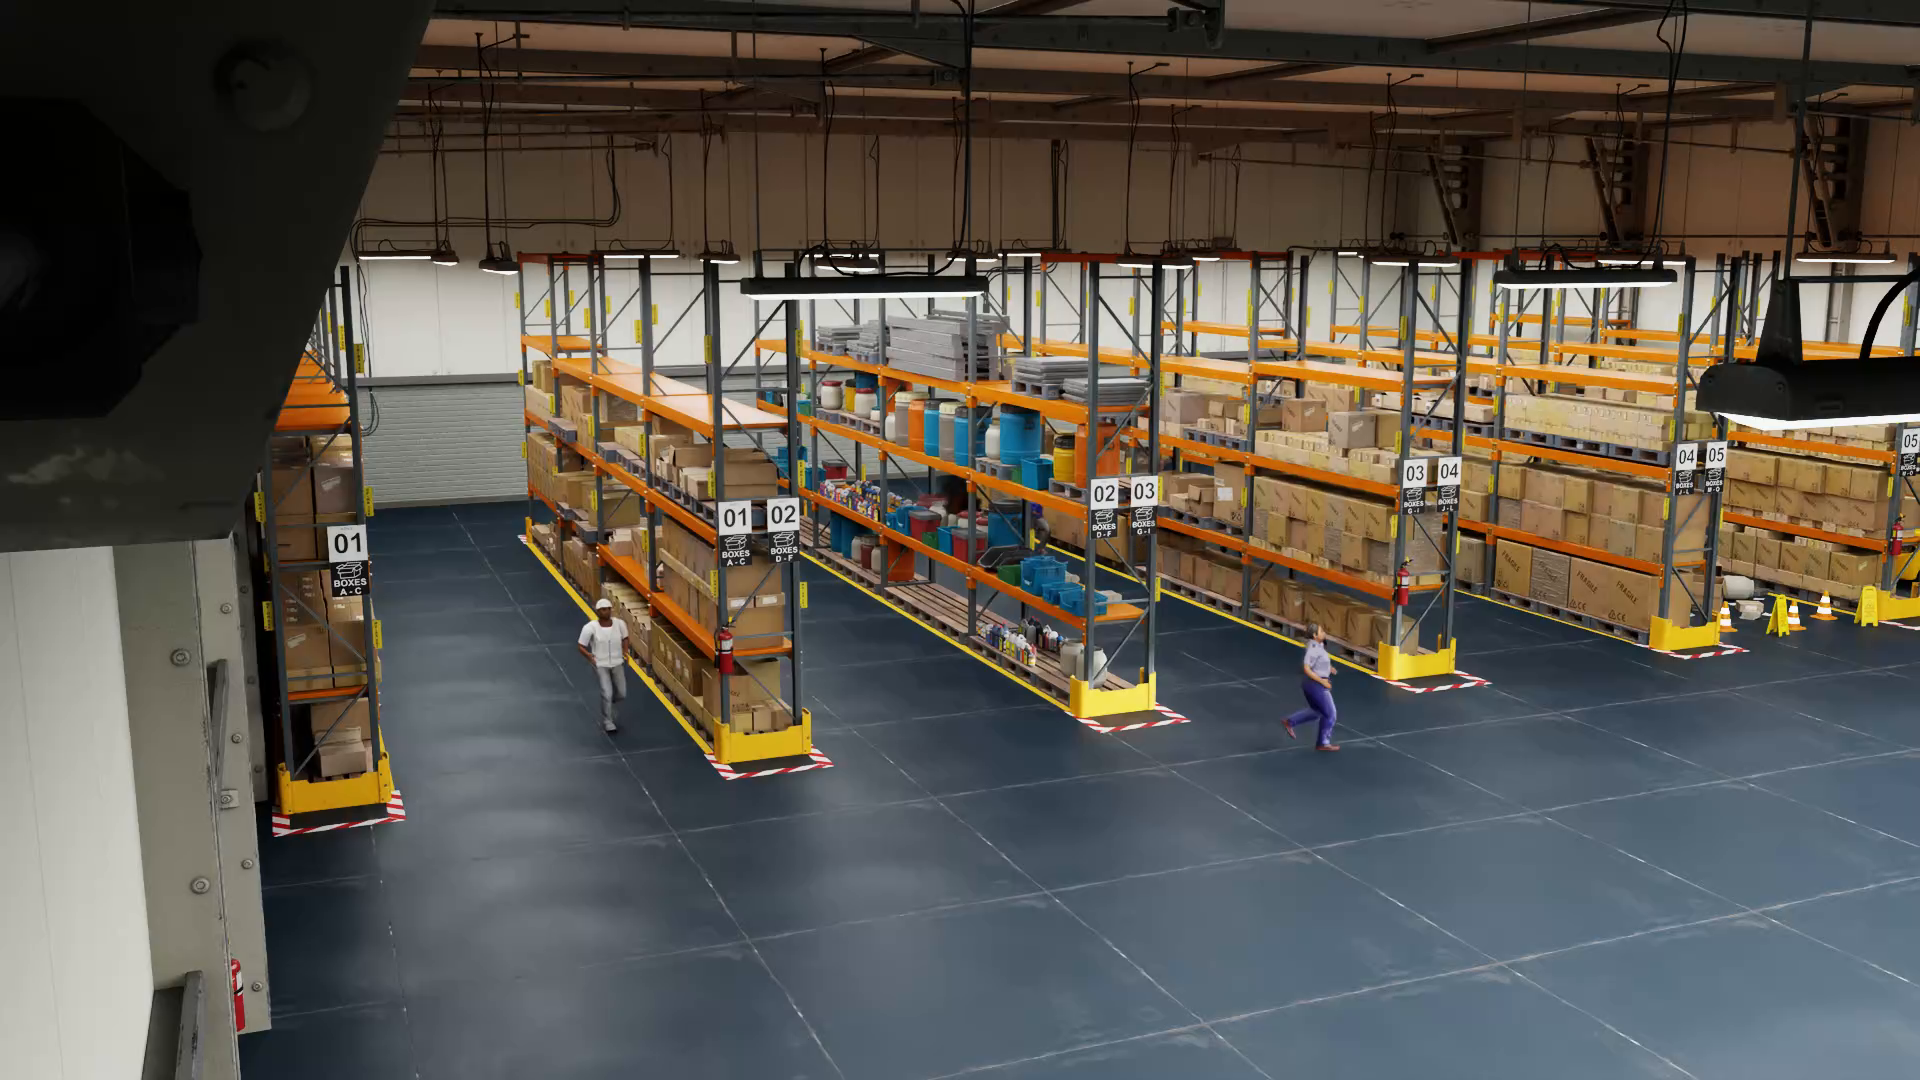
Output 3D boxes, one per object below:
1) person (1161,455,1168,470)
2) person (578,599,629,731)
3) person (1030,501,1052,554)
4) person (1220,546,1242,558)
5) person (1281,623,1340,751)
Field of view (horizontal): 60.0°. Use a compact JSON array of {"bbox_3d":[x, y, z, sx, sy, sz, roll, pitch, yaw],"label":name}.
[{"bbox_3d":[5.072,-2.015,41.536,0.673,1.630,0.581,-8,13,-37],"label":"person"},{"bbox_3d":[-4.567,1.602,21.506,0.696,1.718,0.605,-6,12,-29],"label":"person"},{"bbox_3d":[1.436,-0.365,32.205,0.591,1.580,0.919,-5,12,-26],"label":"person"},{"bbox_3d":[5.306,-0.248,31.949,0.545,1.587,0.880,-5,11,-24],"label":"person"},{"bbox_3d":[4.375,1.819,20.650,0.727,1.602,0.615,1,10,8],"label":"person"}]
